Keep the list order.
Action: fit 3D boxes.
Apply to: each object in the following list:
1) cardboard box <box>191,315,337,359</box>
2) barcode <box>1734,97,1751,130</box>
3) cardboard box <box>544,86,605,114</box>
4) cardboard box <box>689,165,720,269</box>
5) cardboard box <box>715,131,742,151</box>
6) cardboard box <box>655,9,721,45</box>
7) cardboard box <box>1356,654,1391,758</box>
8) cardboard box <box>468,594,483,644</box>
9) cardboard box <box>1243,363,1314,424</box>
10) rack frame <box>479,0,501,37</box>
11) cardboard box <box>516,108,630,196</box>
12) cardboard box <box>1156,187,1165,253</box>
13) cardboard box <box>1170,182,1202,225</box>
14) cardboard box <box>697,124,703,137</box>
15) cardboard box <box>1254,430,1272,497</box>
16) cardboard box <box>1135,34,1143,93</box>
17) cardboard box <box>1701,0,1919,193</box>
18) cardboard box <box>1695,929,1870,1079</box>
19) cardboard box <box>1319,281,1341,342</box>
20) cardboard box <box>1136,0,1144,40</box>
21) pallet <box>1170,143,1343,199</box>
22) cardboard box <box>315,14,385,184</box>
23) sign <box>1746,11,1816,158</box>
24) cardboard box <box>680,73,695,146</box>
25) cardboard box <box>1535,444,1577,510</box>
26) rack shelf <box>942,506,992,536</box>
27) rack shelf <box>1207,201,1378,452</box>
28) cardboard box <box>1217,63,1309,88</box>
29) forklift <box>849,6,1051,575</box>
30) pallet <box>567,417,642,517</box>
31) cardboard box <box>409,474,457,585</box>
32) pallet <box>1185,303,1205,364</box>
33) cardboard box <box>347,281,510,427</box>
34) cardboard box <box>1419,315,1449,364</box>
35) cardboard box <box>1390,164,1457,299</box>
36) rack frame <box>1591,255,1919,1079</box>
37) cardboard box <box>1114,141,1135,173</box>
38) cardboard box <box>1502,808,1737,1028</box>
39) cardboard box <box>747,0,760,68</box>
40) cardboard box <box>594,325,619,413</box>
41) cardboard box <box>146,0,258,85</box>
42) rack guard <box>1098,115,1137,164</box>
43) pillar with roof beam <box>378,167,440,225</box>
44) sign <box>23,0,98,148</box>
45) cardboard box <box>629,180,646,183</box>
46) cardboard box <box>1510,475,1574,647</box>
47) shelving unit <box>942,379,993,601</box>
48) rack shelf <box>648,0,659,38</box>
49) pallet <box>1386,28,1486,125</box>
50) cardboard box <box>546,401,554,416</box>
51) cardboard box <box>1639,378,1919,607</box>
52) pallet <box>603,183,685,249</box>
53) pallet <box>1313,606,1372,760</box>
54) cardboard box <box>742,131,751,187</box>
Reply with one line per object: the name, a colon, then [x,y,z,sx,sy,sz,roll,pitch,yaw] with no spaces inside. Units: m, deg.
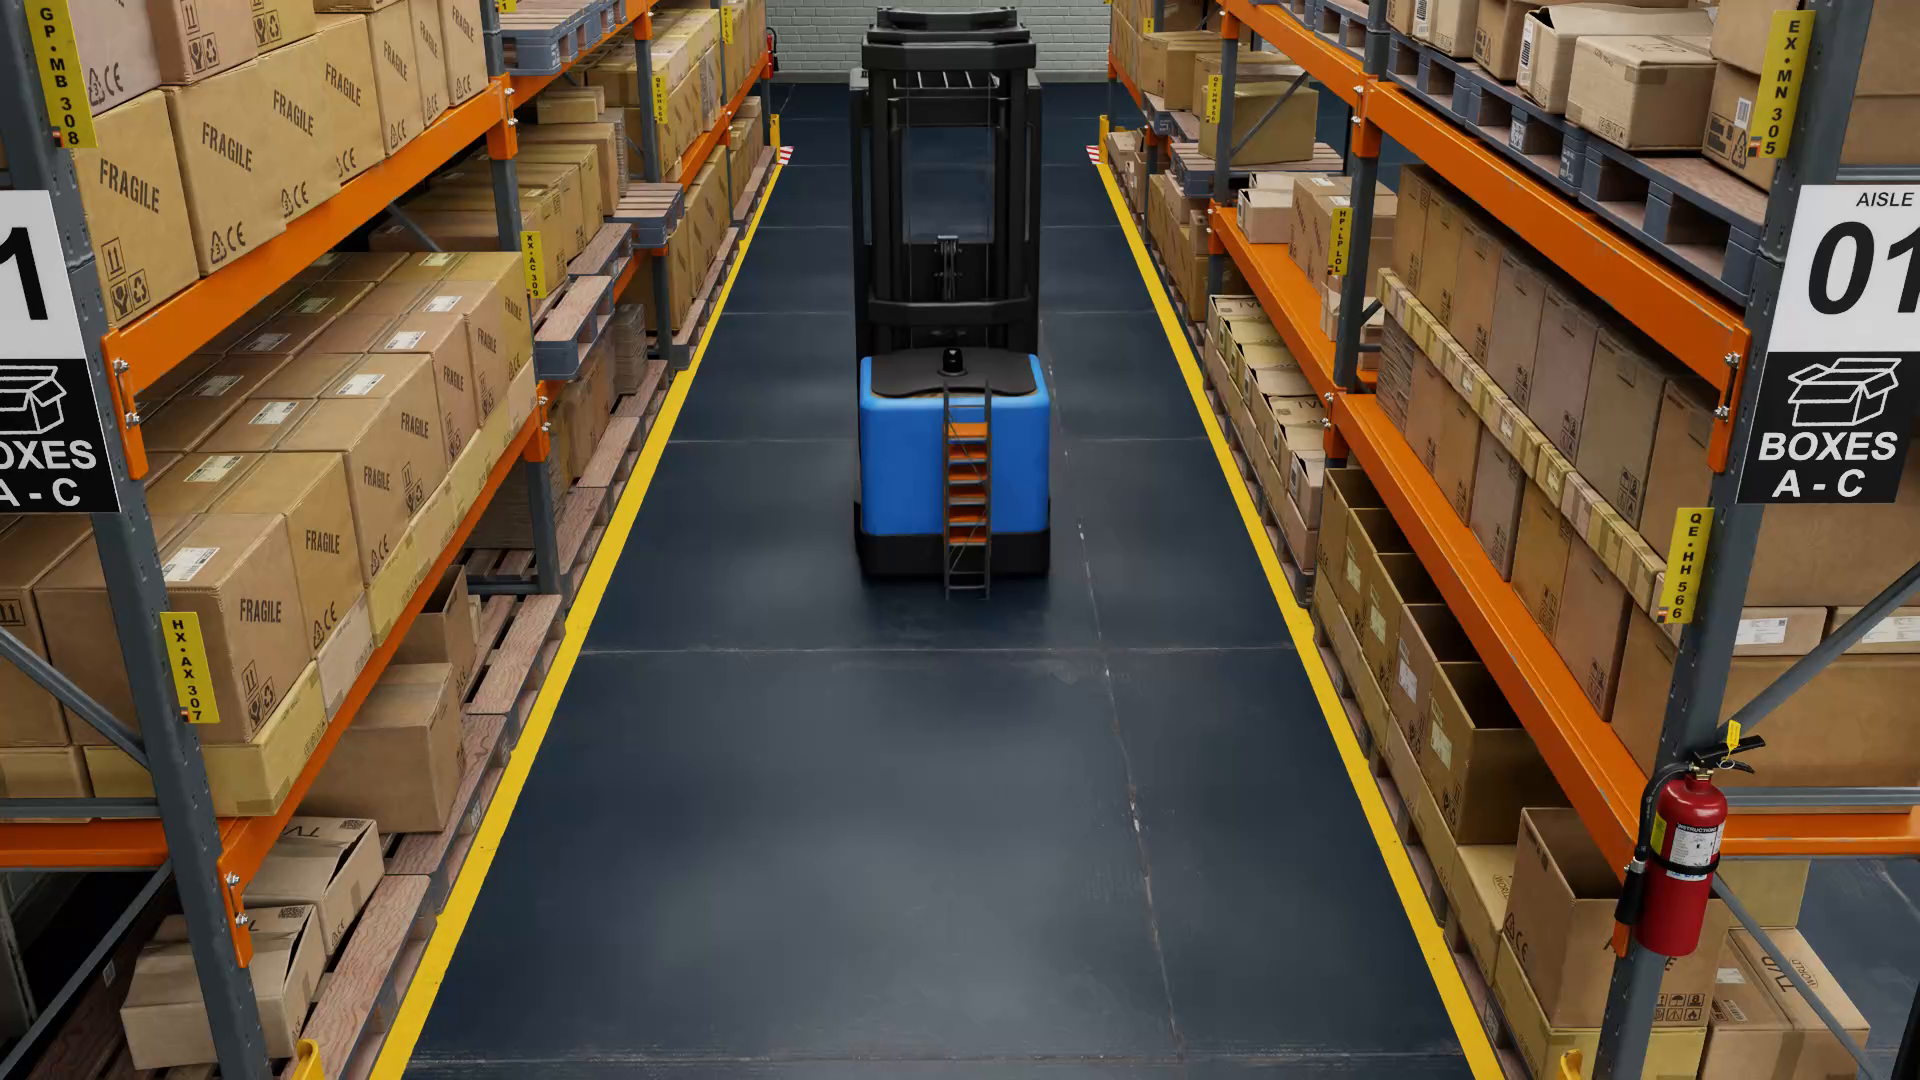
cardboard box: [-2.793,-0.587,6.655,0.500,0.500,0.500,0,24,1]
barcode: [1.921,-1.047,4.080,0.001,0.075,0.075,0,24,-1]
cardboard box: [-2.601,-2.965,11.224,0.380,0.149,0.250,-3,25,-7]
cardboard box: [-2.528,-2.792,14.383,0.750,0.750,0.750,0,24,1]
cardboard box: [-2.405,-4.013,16.719,0.380,0.149,0.250,1,24,1]
cardboard box: [-2.417,-4.555,14.764,0.500,0.250,0.500,0,24,1]
cardboard box: [2.065,0.725,7.335,0.500,0.250,0.500,0,24,-1]
cardboard box: [-2.555,0.393,8.145,0.380,0.166,0.250,-3,25,-7]
cardboard box: [2.055,-0.928,10.309,0.500,0.311,0.500,-1,24,-1]
rack frame: [-2.591,-3.651,6.903,1.000,3.000,0.127,0,24,-1]
cardboard box: [-2.619,-2.618,11.244,0.700,0.500,0.500,-3,25,-7]
cardboard box: [2.054,-2.879,14.976,0.500,0.500,0.500,0,24,0]
cardboard box: [2.054,-2.822,13.939,0.500,0.250,0.500,-1,24,-2]
cardboard box: [-2.409,-3.550,14.241,0.380,0.149,0.250,0,24,-1]
cardboard box: [2.058,-0.469,9.974,0.500,0.250,0.500,0,24,1]
cardboard box: [2.006,-4.701,16.382,0.500,0.500,0.500,0,24,1]
cardboard box: [2.404,-1.199,4.316,0.797,0.503,0.637,1,24,3]
cardboard box: [2.623,1.546,5.518,0.500,0.250,0.500,0,24,-1]
cardboard box: [2.169,-1.242,9.018,0.396,0.266,0.258,-1,24,-2]
cardboard box: [2.003,-5.157,16.179,0.500,0.500,0.500,-1,24,-2]
pallet: [2.241,-2.781,12.492,1.213,0.211,1.003,0,24,-1]
cardboard box: [-2.308,-1.486,5.609,0.500,0.500,0.500,1,24,3]
sign: [1.863,-1.031,3.770,0.100,0.325,0.005,0,24,-1]
cardboard box: [-2.385,-3.378,13.072,0.500,0.500,0.500,0,24,-1]
cardboard box: [2.201,-0.216,5.679,0.380,0.149,0.250,0,24,1]
rack shelf: [0.037,-0.105,8.925,0.258,0.103,0.180,-1,24,-2]
rack shelf: [2.341,-1.438,10.162,1.077,0.370,4.000,0,24,-1]
cardboard box: [2.380,-3.463,13.137,0.700,0.500,0.500,4,25,9]
forklift: [-0.092,-1.707,9.968,1.130,2.935,3.031,-1,24,-2]
pallet: [-2.617,-0.472,10.537,1.003,0.211,1.213,0,24,-1]
cardboard box: [-2.258,-0.045,6.367,0.500,0.250,0.500,0,24,0]
pallet: [2.349,-1.627,13.091,1.003,0.211,1.213,0,24,-1]
cardboard box: [-2.265,-0.801,7.129,0.500,0.500,0.500,0,24,-1]
cardboard box: [2.184,-0.853,7.088,0.380,0.149,0.250,0,24,-1]
cardboard box: [2.374,-1.395,7.499,0.700,0.500,0.500,0,24,0]
rack frame: [2.406,0.707,4.547,1.000,3.000,0.127,0,24,-1]
cardboard box: [1.965,-4.196,18.191,0.500,0.250,0.500,0,24,-1]
cardboard box: [2.103,1.207,5.358,0.500,0.500,0.500,0,24,-1]
cardboard box: [-2.687,-5.489,17.883,0.980,0.700,0.700,0,24,-1]
cardboard box: [-2.685,-1.118,11.082,0.700,0.500,0.500,0,24,-1]
cardboard box: [-2.263,-1.513,4.457,0.500,0.500,0.500,-1,24,-1]
rack guard: [2.232,-4.716,19.571,1.175,0.500,0.348,0,24,-1]
pillar with roof beam: [0.820,-4.779,9.397,9.100,9.000,0.400,0,24,-1]
sign: [-2.005,-1.037,3.702,0.100,0.325,0.005,0,24,-1]
cardboard box: [-2.406,-2.597,12.133,0.380,0.149,0.250,-1,24,-1]
cardboard box: [2.404,0.048,5.883,0.700,0.500,0.500,0,24,0]
shelving unit: [0.037,-0.255,8.857,0.258,1.200,0.189,-1,24,-2]
rack shelf: [-2.656,-4.429,13.136,1.077,0.370,4.000,0,24,-1]
pallet: [2.398,-1.916,6.815,1.003,0.211,1.213,0,24,-1]
cardboard box: [-2.624,-0.806,9.480,0.500,0.250,0.500,-1,24,-2]
cardboard box: [2.413,-0.144,4.733,0.700,0.500,0.500,0,24,0]
pallet: [-2.520,-2.185,11.175,1.213,0.211,1.003,0,24,-1]
pallet: [2.329,0.657,8.041,1.003,0.211,1.213,0,24,-1]
cardboard box: [-2.589,-3.994,17.464,0.700,0.500,0.500,0,24,1]
